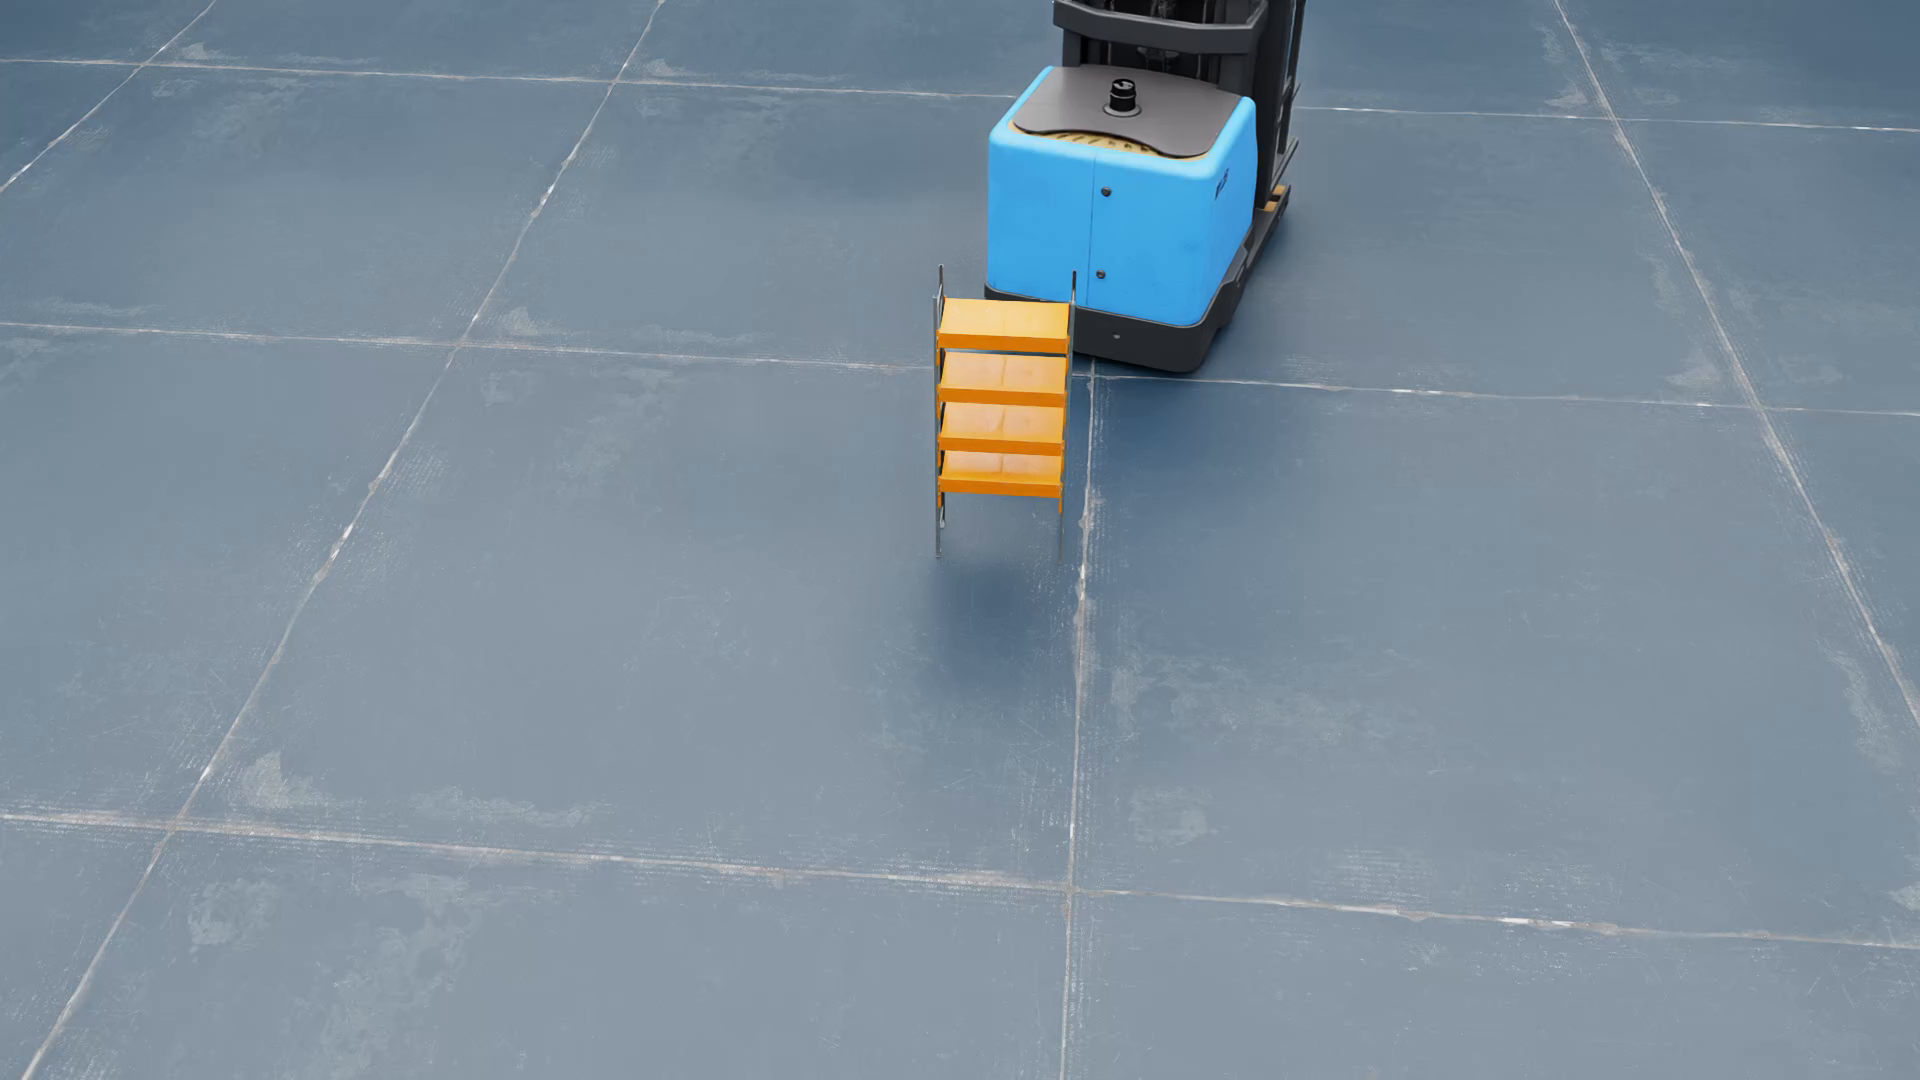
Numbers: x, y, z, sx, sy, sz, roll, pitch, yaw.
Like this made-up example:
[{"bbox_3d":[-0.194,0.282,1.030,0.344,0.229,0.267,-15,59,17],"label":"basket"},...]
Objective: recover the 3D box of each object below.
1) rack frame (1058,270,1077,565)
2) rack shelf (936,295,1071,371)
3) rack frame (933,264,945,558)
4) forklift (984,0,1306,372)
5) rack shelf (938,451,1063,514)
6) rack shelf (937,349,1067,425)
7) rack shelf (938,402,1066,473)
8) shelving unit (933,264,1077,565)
[{"bbox_3d":[0.408,-0.443,6.344,0.015,1.200,0.240,3,39,4],"label":"rack frame"},{"bbox_3d":[0.165,-0.761,6.112,0.480,0.148,0.258,3,39,4],"label":"rack shelf"},{"bbox_3d":[-0.078,-0.470,6.376,0.015,1.200,0.240,3,39,4],"label":"rack frame"},{"bbox_3d":[1.118,-2.835,7.912,1.130,2.935,3.031,14,41,16],"label":"forklift"},{"bbox_3d":[0.165,-0.250,6.528,0.480,0.148,0.258,3,39,4],"label":"rack shelf"},{"bbox_3d":[0.165,-0.578,6.261,0.480,0.148,0.258,3,39,4],"label":"rack shelf"},{"bbox_3d":[0.165,-0.404,6.403,0.480,0.148,0.258,3,39,4],"label":"rack shelf"},{"bbox_3d":[0.165,-0.456,6.360,0.503,1.200,0.258,3,39,4],"label":"shelving unit"}]
